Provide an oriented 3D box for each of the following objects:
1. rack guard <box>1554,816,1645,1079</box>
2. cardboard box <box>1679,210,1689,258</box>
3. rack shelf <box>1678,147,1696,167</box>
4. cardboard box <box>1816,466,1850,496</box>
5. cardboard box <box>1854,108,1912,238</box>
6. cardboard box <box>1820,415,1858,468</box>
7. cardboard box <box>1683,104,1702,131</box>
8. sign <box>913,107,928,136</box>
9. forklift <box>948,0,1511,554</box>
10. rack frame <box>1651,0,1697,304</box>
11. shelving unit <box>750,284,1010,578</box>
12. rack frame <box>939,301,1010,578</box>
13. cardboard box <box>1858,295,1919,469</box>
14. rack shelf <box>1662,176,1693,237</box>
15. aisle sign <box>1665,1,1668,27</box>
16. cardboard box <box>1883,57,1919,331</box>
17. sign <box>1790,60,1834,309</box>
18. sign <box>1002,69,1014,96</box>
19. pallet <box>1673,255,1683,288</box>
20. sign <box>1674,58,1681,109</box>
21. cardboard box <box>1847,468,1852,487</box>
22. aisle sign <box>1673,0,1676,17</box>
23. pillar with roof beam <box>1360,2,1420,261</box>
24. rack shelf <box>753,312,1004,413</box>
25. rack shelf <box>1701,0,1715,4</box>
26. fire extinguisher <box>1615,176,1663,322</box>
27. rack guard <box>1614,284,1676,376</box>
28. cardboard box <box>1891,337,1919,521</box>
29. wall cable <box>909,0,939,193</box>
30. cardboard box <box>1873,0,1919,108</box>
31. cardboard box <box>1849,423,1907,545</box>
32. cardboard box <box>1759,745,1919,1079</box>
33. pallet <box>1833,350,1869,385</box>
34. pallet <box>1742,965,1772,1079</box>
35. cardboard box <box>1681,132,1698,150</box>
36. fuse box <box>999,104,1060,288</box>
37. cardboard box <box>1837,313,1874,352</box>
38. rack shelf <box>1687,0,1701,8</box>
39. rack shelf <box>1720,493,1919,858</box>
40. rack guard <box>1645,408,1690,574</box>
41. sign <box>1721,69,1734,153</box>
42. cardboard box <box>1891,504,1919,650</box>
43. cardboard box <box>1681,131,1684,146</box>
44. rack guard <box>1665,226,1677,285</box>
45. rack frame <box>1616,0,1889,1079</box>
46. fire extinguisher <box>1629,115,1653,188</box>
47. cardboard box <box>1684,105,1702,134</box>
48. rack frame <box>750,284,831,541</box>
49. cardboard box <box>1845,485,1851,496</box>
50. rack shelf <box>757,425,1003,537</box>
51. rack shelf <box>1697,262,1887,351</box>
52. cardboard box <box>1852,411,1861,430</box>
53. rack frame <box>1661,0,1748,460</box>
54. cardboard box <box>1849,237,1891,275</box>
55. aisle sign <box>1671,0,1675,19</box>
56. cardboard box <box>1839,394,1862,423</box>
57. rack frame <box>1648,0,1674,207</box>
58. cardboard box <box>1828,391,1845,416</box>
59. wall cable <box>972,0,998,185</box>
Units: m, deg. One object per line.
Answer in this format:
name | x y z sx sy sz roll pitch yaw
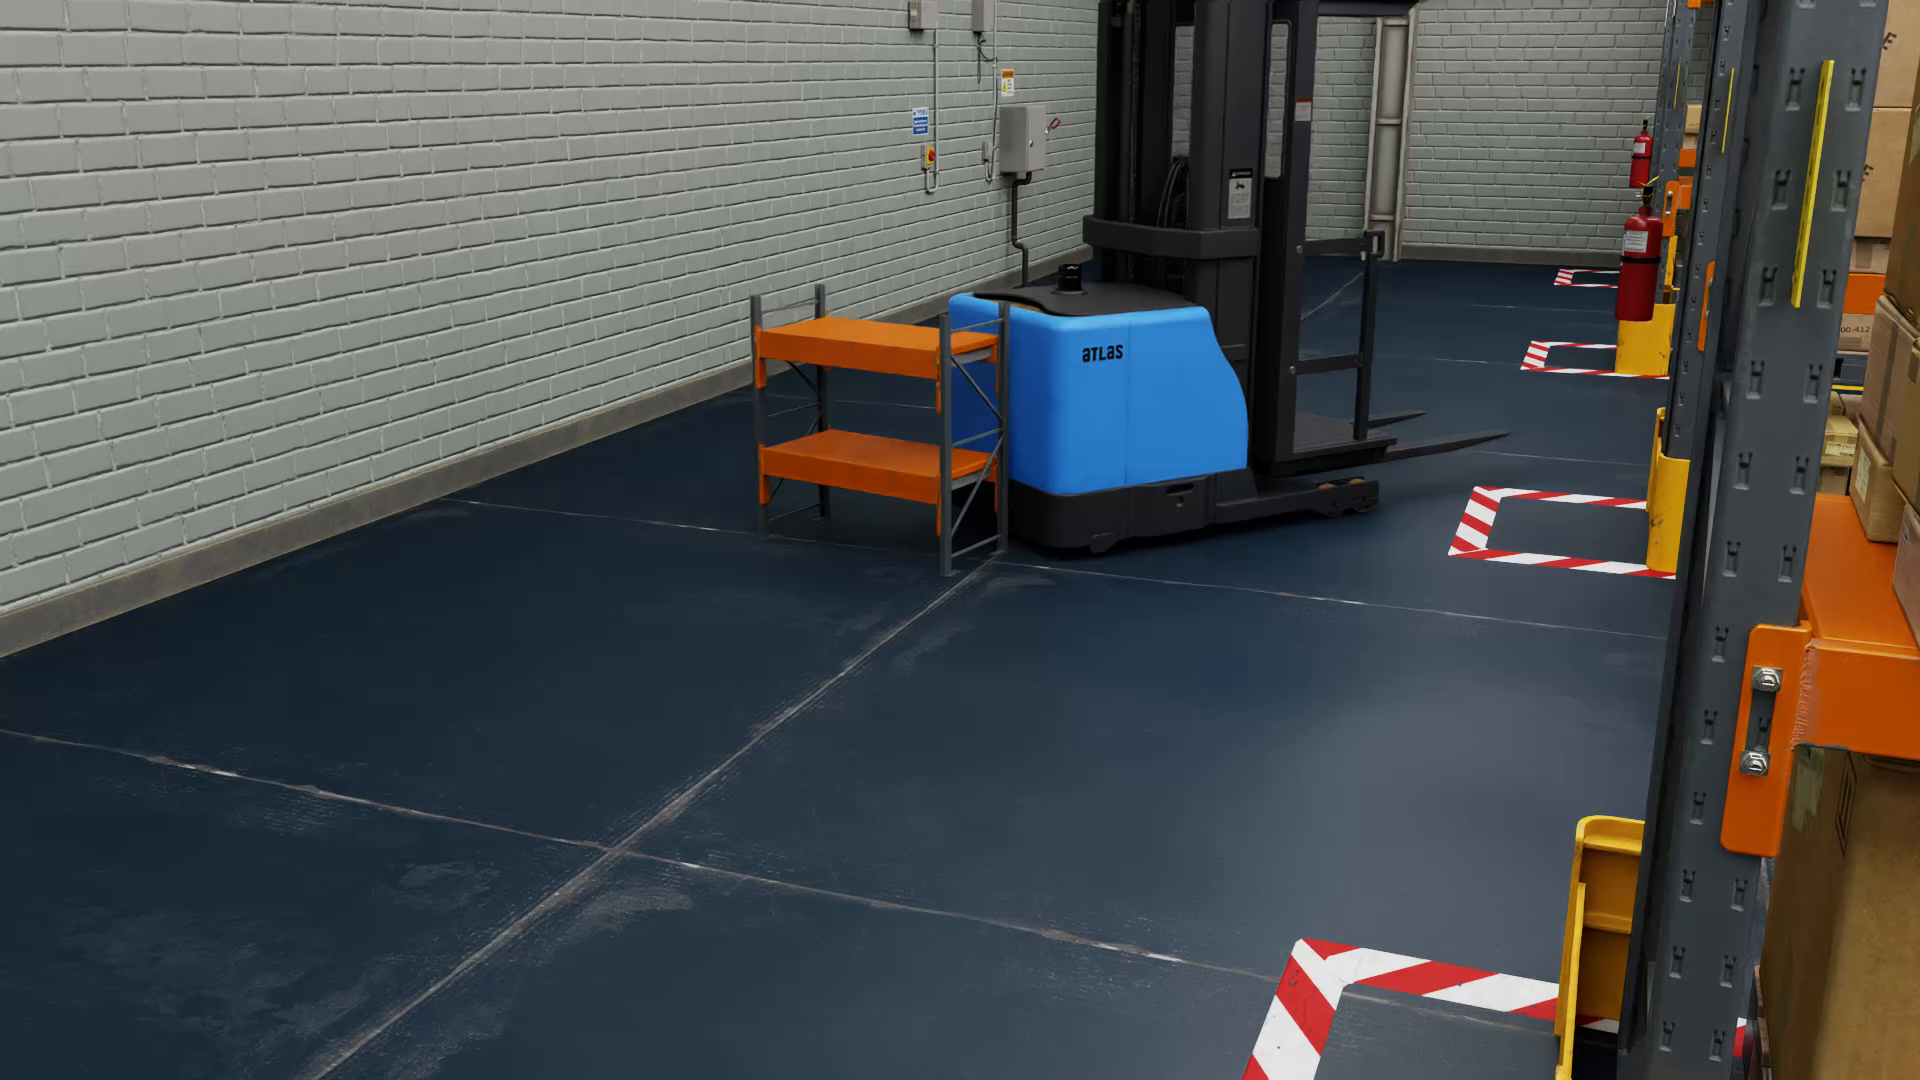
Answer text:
rack guard | 1.347 1.024 3.249 0.348 0.500 1.175 6 17 21
cardboard box | 7.357 -2.947 16.170 0.637 0.503 0.797 6 17 18
rack shelf | 8.683 -3.482 15.576 4.000 0.370 1.077 6 17 21
cardboard box | 3.676 -0.305 7.171 0.250 0.149 0.380 7 18 23
cardboard box | 3.599 -1.523 6.827 0.500 0.500 0.500 7 18 23
cardboard box | 3.646 -0.426 7.055 0.250 0.149 0.380 5 17 18
cardboard box | 7.348 -4.124 16.235 0.500 0.250 0.500 7 18 22
sign | -0.324 -3.438 13.652 0.001 0.218 0.327 6 17 21
forklift | 1.460 -1.630 8.032 3.031 2.935 1.130 -9 19 -29
rack frame | 5.005 -2.744 11.745 0.127 3.000 1.000 6 17 21
shelving unit | -0.357 -0.516 7.433 1.048 1.125 0.538 11 19 32
rack frame | 0.065 -0.437 7.161 0.032 1.125 0.500 11 19 32
cardboard box | 1.917 -0.264 2.938 0.500 0.250 0.500 6 17 20
rack shelf | 6.866 -2.194 11.141 4.000 0.370 1.077 6 17 21
aisle sign | 6.652 -5.211 15.580 0.004 0.787 0.394 6 17 21
cardboard box | 1.919 -0.623 2.830 0.500 0.500 0.500 7 17 21
sign | 1.160 -0.484 2.266 0.005 0.325 0.100 6 17 21
sign | 0.445 -4.248 15.445 0.001 0.242 0.339 6 17 21
pallet | 7.636 -2.603 16.263 1.213 0.211 1.003 6 17 21
sign | 4.796 -3.054 11.120 0.005 0.325 0.100 6 17 21
cardboard box | 3.910 -0.262 7.024 0.250 0.149 0.380 6 17 20
aisle sign | 4.832 -3.925 11.149 0.004 0.787 0.394 6 17 21
pillar with roof beam | 3.066 -6.306 13.254 0.400 9.000 9.100 6 17 21
rack shelf | -0.357 -0.797 7.352 1.000 0.278 0.538 11 19 32
rack shelf | 8.683 -4.922 15.158 4.000 0.370 1.077 6 17 21
fire extinguisher | 3.218 -1.379 7.851 0.183 0.674 0.296 6 17 21
rack guard | 4.983 -1.546 12.102 0.348 0.500 1.175 6 17 21
cardboard box | 1.716 -0.125 2.461 0.500 0.250 0.500 6 17 19
wall cable | -0.249 -3.818 13.565 0.123 1.953 0.585 6 17 21
cardboard box | 3.603 -2.006 6.697 0.500 0.500 0.500 6 17 20
cardboard box | 1.821 -0.102 3.096 0.250 0.149 0.380 7 17 22
cardboard box | 1.994 0.690 2.975 0.875 0.875 0.875 6 17 21
pallet | 5.778 -1.343 11.922 1.213 0.211 1.003 6 17 21
pallet | 2.141 1.227 3.069 1.213 0.211 1.003 6 17 21
cardboard box | 7.028 -3.806 15.855 0.250 0.149 0.380 6 17 20
fuse box | 0.658 -3.226 15.716 0.414 1.711 0.539 6 17 21
cardboard box | 6.510 -1.582 11.586 0.875 0.438 0.875 7 18 22
rack shelf | 6.866 -3.634 10.722 4.000 0.370 1.077 6 17 21
rack shelf | 3.229 0.376 2.287 4.000 0.370 1.077 6 17 21
rack guard | 3.354 -0.242 7.609 0.348 0.500 1.175 6 17 21
sign | 3.084 -1.725 6.682 0.005 0.325 0.100 6 17 21
cardboard box | 1.578 0.069 2.507 0.250 0.149 0.380 6 17 21
cardboard box | 7.230 -3.947 16.339 0.250 0.149 0.380 6 17 20
rack guard | 6.894 -2.823 16.503 0.348 0.500 1.175 6 17 21
rack frame | 1.369 -0.174 2.892 0.127 3.000 1.000 6 17 21
fire extinguisher | 6.516 -3.711 15.883 0.183 0.674 0.296 6 17 21
cardboard box | 7.146 -3.986 15.760 0.500 0.250 0.500 6 17 21
rack frame | -0.779 -0.595 7.705 0.032 1.125 0.500 11 19 32
cardboard box | 3.926 -0.140 7.137 0.250 0.149 0.380 6 17 20
rack shelf | -0.357 -0.281 7.501 1.000 0.278 0.538 11 19 32
rack shelf | 5.143 -0.900 6.683 4.000 0.370 1.077 6 17 21
cardboard box | 3.946 -0.429 7.065 0.250 0.149 0.380 7 17 22
rack frame | 3.283 -1.450 7.287 0.127 3.000 1.000 6 17 21
cardboard box | 3.716 -1.196 6.863 0.250 0.149 0.380 7 18 23
aisle sign | 5.052 -4.080 11.685 0.004 0.787 0.394 6 17 21
cardboard box | 4.081 -0.539 7.443 0.250 0.149 0.380 7 17 22
rack frame | 6.823 -4.032 16.181 0.127 3.000 1.000 6 17 21
cardboard box | 3.868 -0.580 7.583 0.250 0.149 0.380 6 17 21
wall cable | 0.261 -4.172 14.841 0.122 1.984 0.588 6 17 21
